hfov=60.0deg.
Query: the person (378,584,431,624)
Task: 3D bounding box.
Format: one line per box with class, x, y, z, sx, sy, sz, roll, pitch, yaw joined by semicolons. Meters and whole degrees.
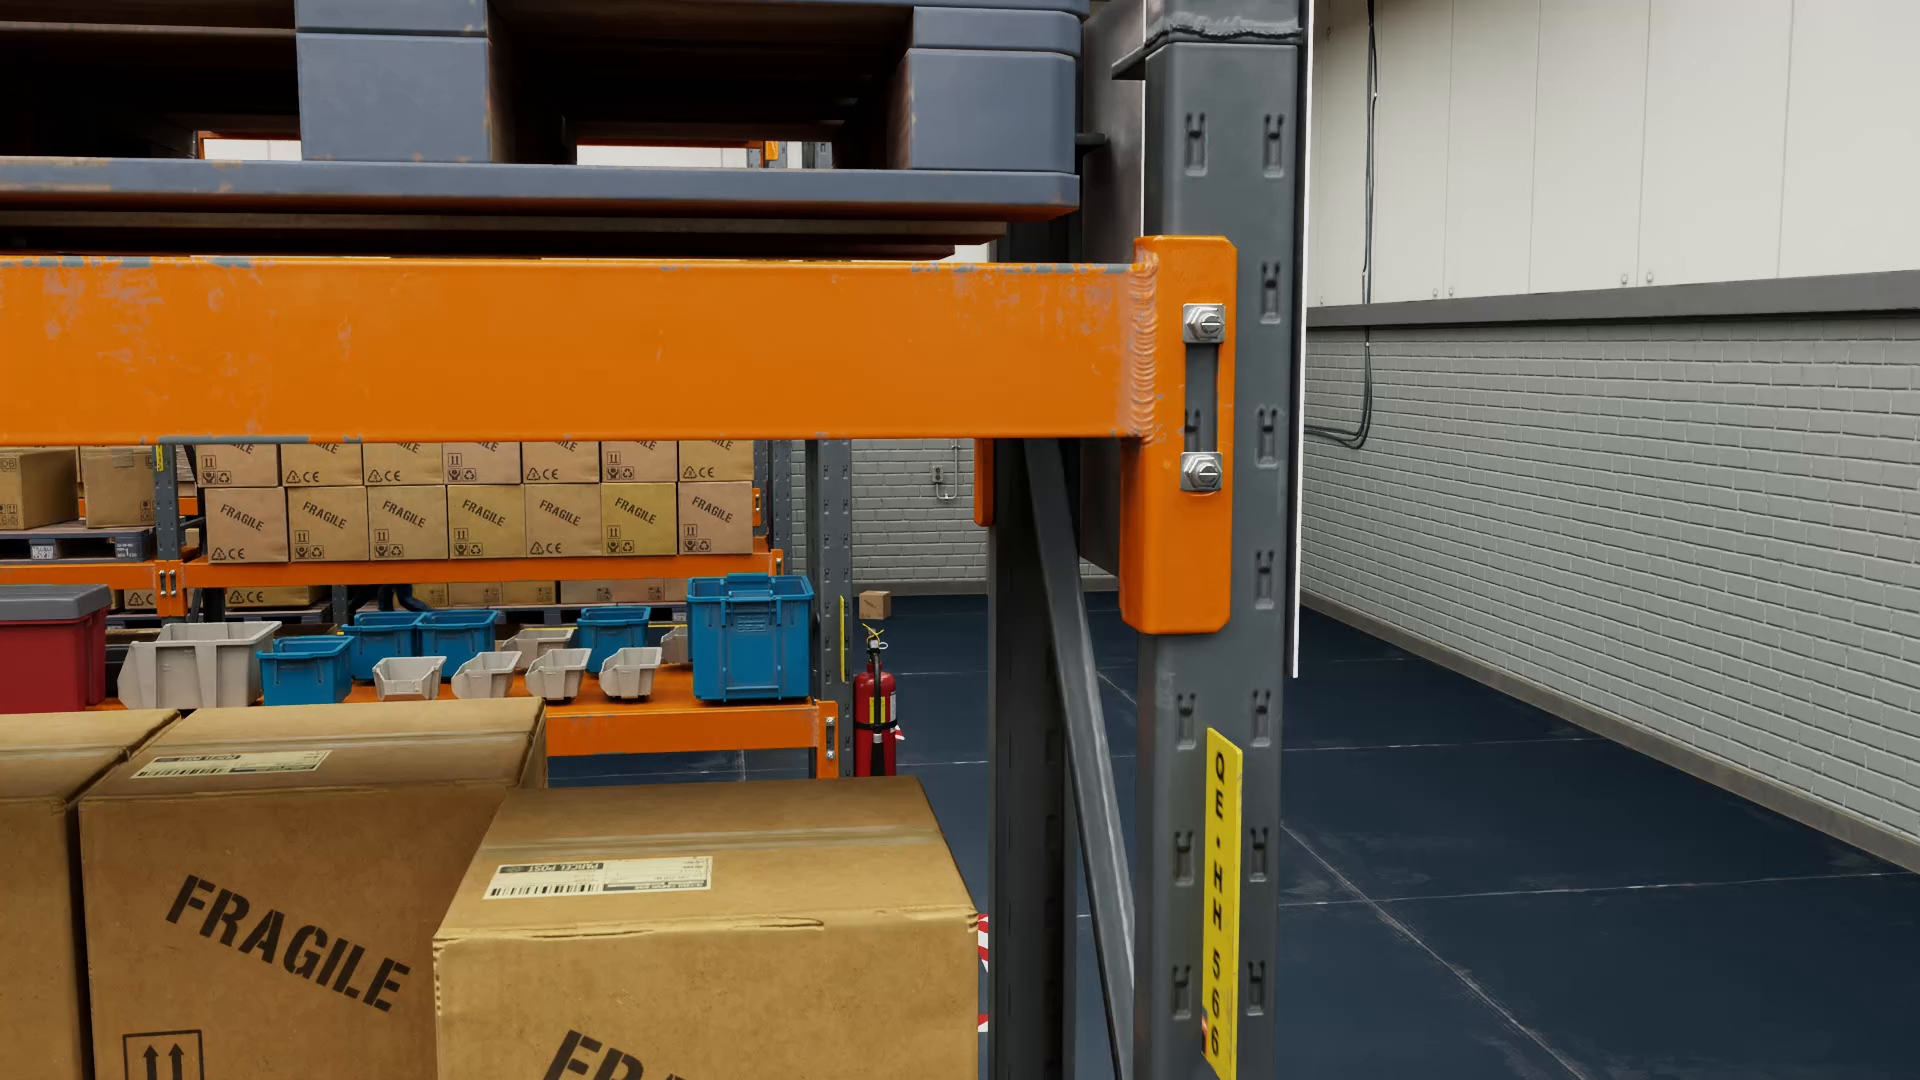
person;-5.037;0.190;14.863;0.860;1.555;0.415;-1;7;-12
